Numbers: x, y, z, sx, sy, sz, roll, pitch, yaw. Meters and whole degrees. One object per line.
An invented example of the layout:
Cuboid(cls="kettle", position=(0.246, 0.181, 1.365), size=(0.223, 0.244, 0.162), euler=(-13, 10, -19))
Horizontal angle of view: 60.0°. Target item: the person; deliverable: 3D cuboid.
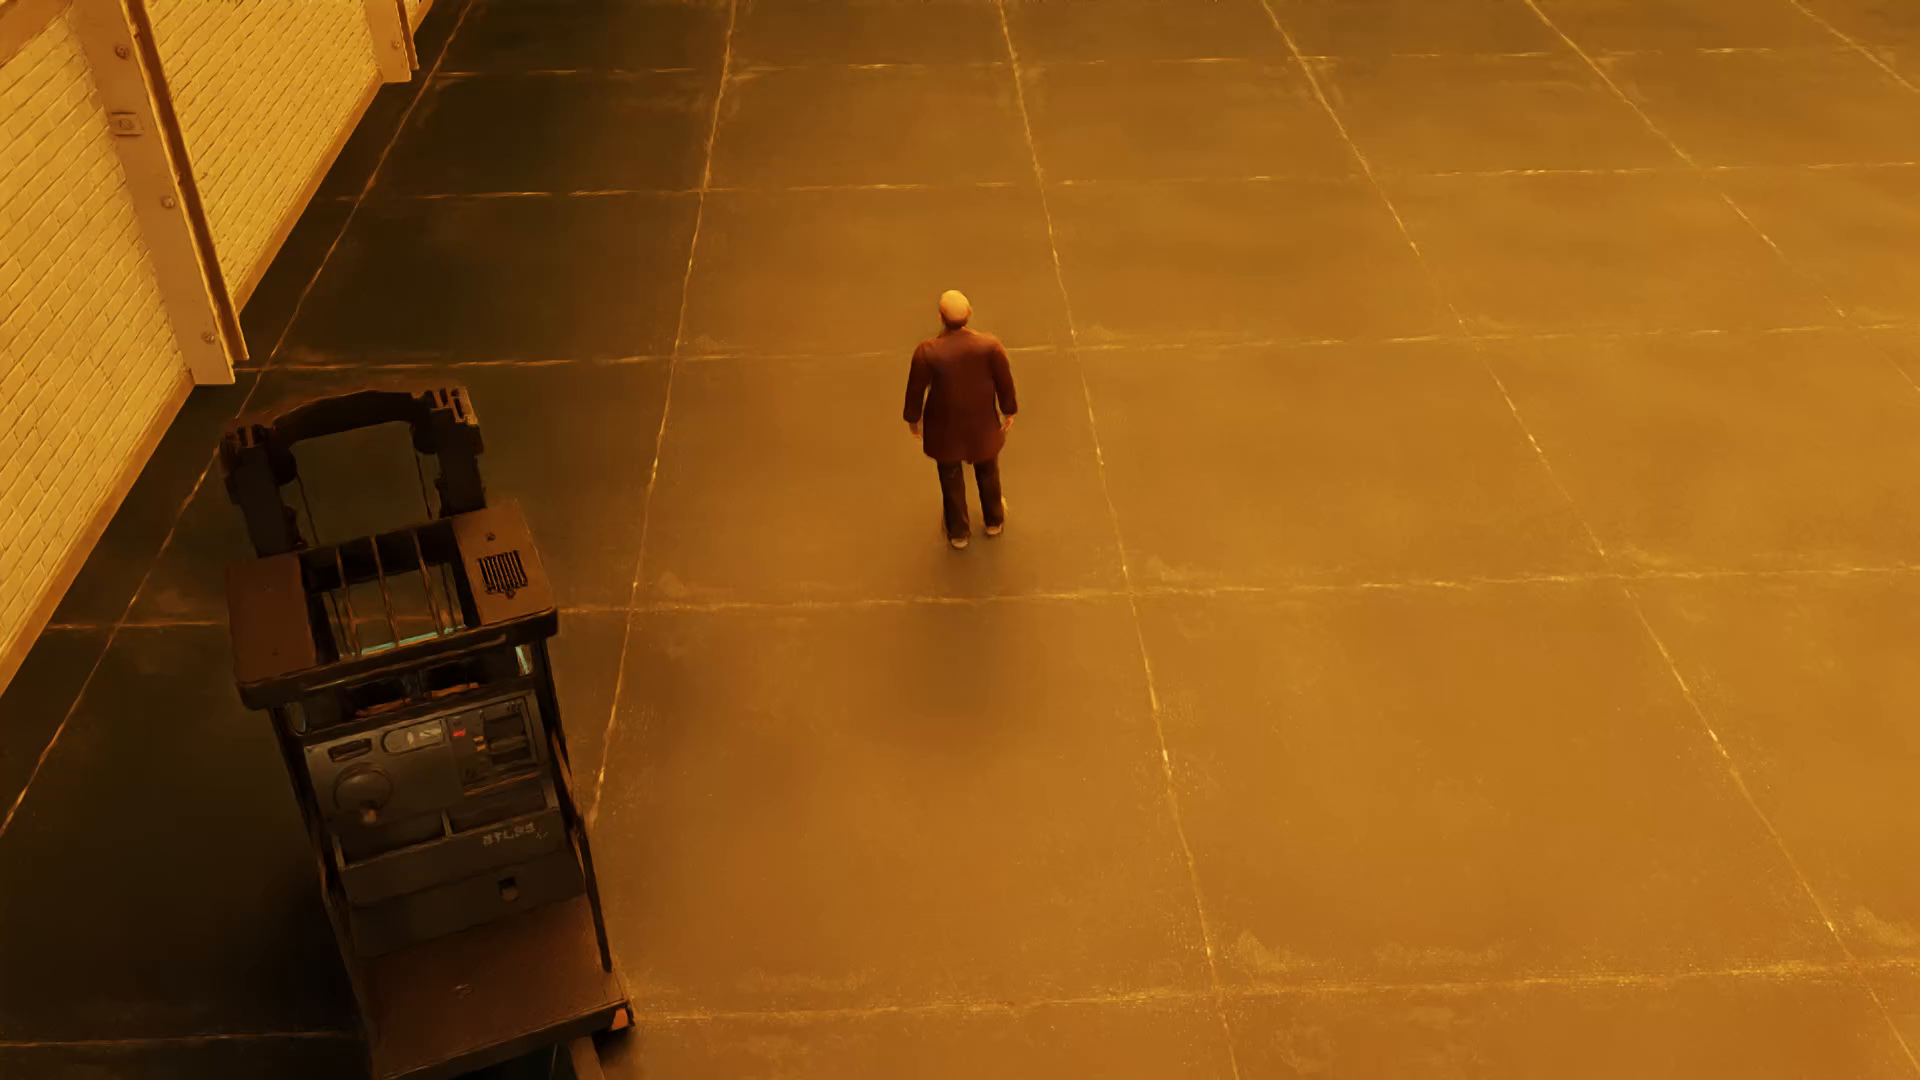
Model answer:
Cuboid(cls="person", position=(0.000, -0.778, 10.046), size=(0.694, 1.776, 0.580), euler=(-2, 36, -2))

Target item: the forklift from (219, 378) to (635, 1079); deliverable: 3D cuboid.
Cuboid(cls="forklift", position=(-2.109, 0.956, 6.698), size=(1.130, 2.935, 3.031), euler=(-14, 38, -18))
